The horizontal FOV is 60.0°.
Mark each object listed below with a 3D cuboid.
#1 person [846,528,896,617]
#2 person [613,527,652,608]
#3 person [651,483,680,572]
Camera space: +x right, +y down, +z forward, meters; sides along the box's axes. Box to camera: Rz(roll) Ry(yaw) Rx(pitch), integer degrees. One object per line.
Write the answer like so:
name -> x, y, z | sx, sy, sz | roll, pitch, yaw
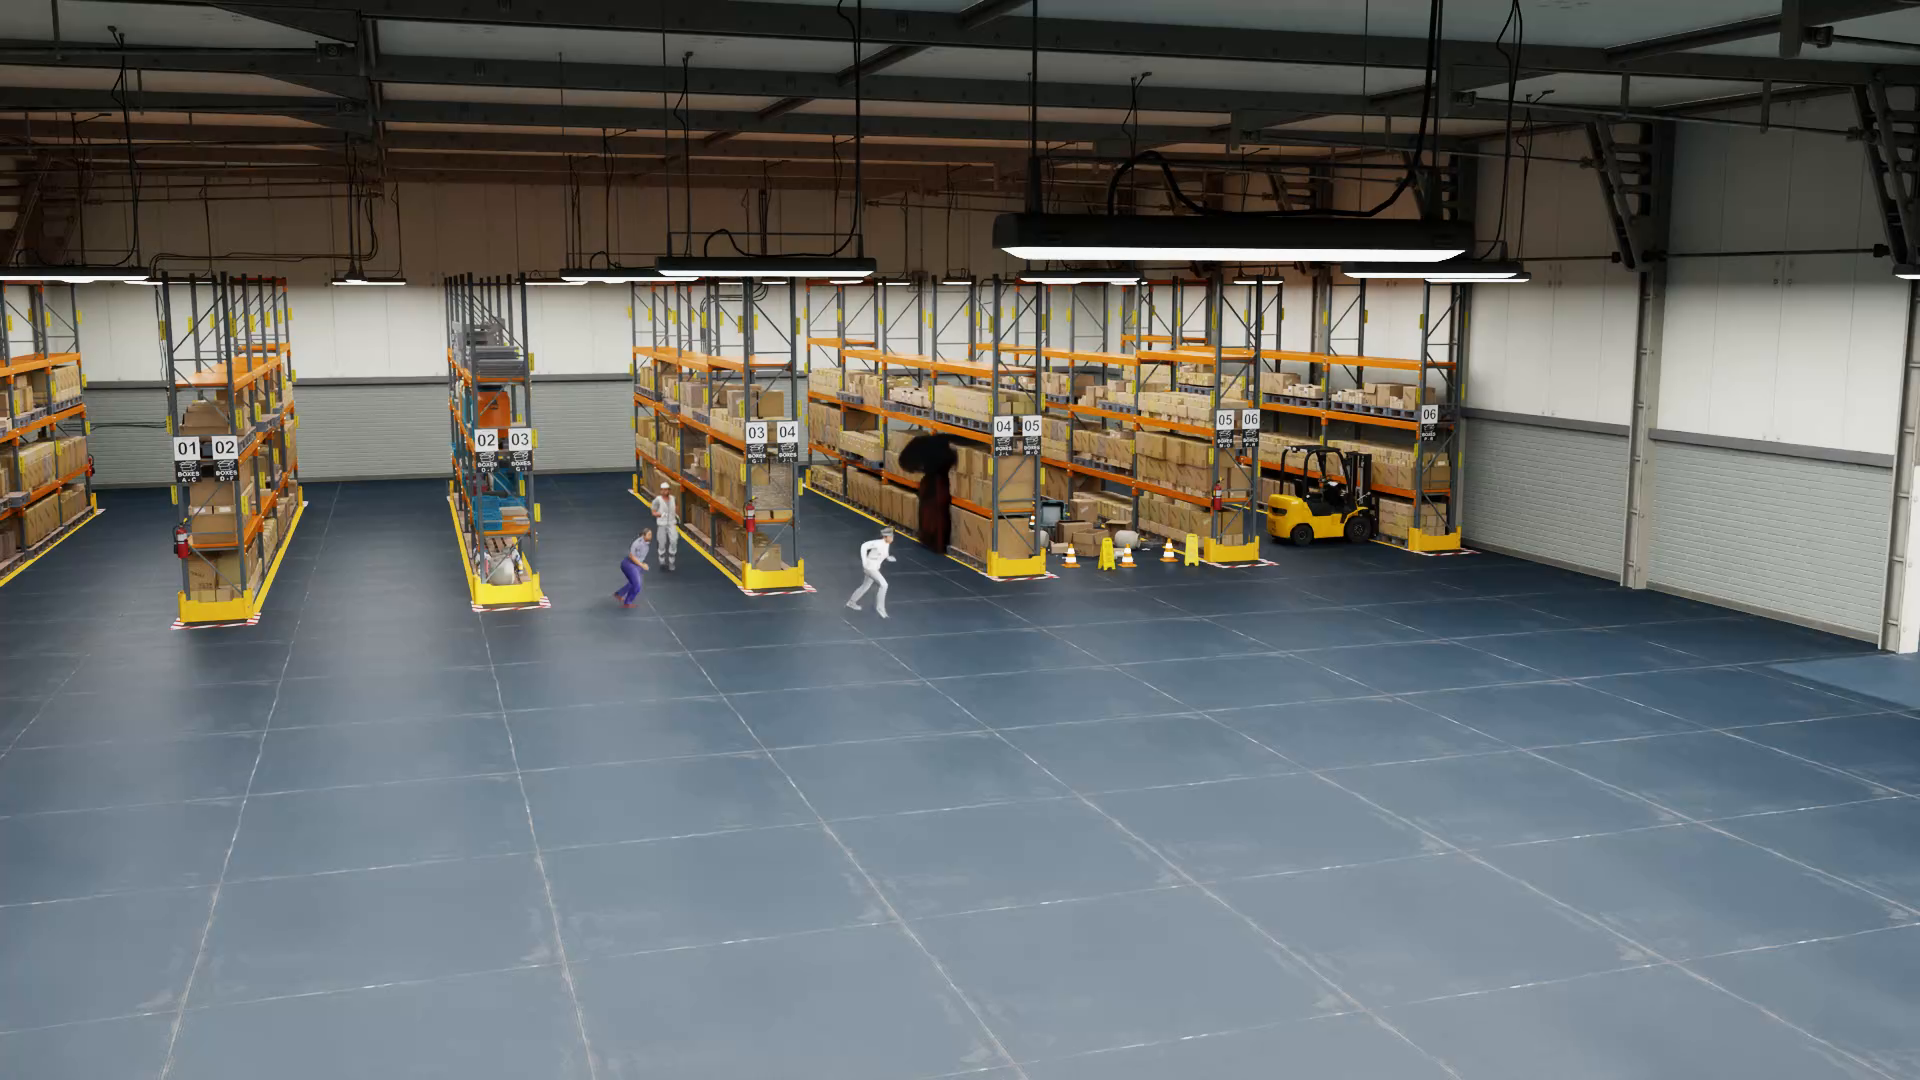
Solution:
person -> -1.585, 0.578, 29.271 | 0.942, 1.611, 0.657 | 3, 9, 21
person -> -5.911, 0.490, 29.968 | 0.829, 1.490, 0.584 | 1, 9, 7
person -> -5.990, -0.270, 33.959 | 0.628, 1.829, 0.843 | -3, 9, -21
